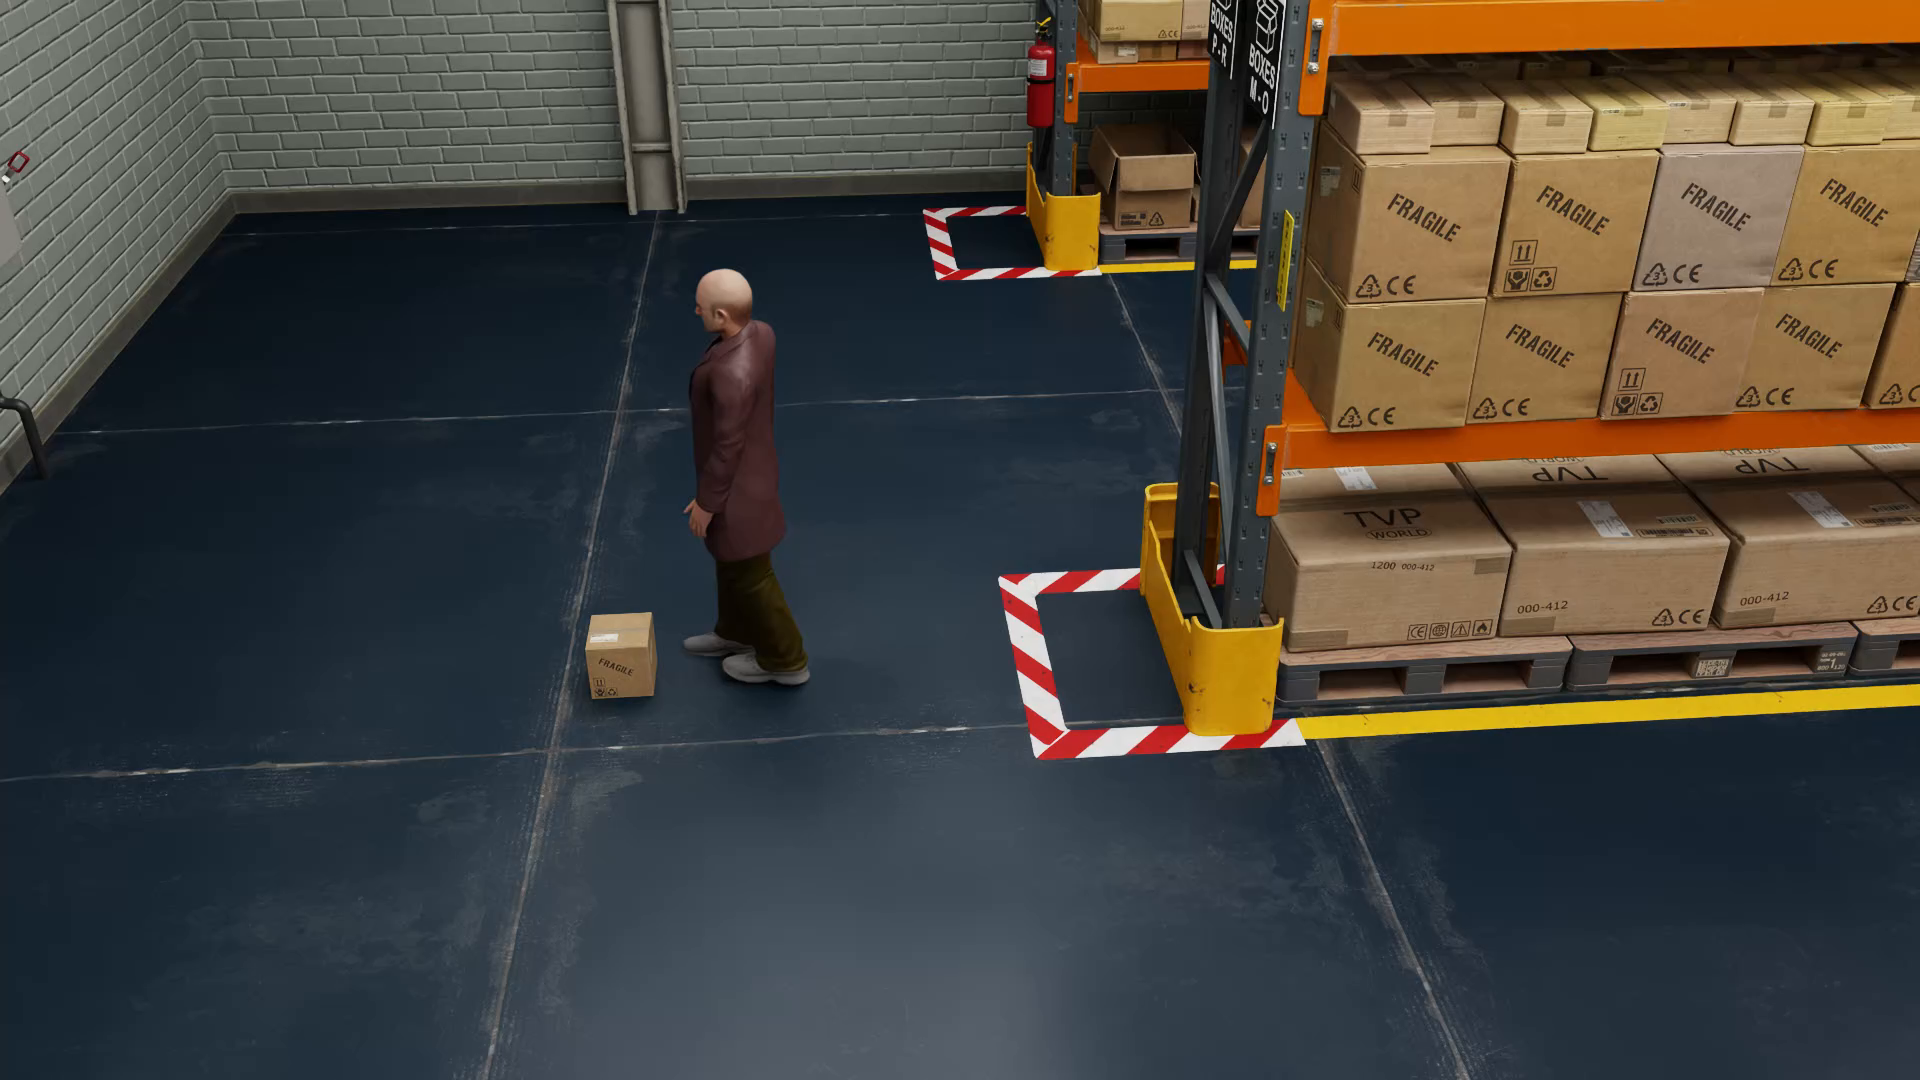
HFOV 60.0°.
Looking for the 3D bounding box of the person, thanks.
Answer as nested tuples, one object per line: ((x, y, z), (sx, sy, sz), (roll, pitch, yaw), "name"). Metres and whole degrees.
((-0.910, -0.220, 6.514), (0.585, 1.801, 0.598), (3, 31, 5), "person")
